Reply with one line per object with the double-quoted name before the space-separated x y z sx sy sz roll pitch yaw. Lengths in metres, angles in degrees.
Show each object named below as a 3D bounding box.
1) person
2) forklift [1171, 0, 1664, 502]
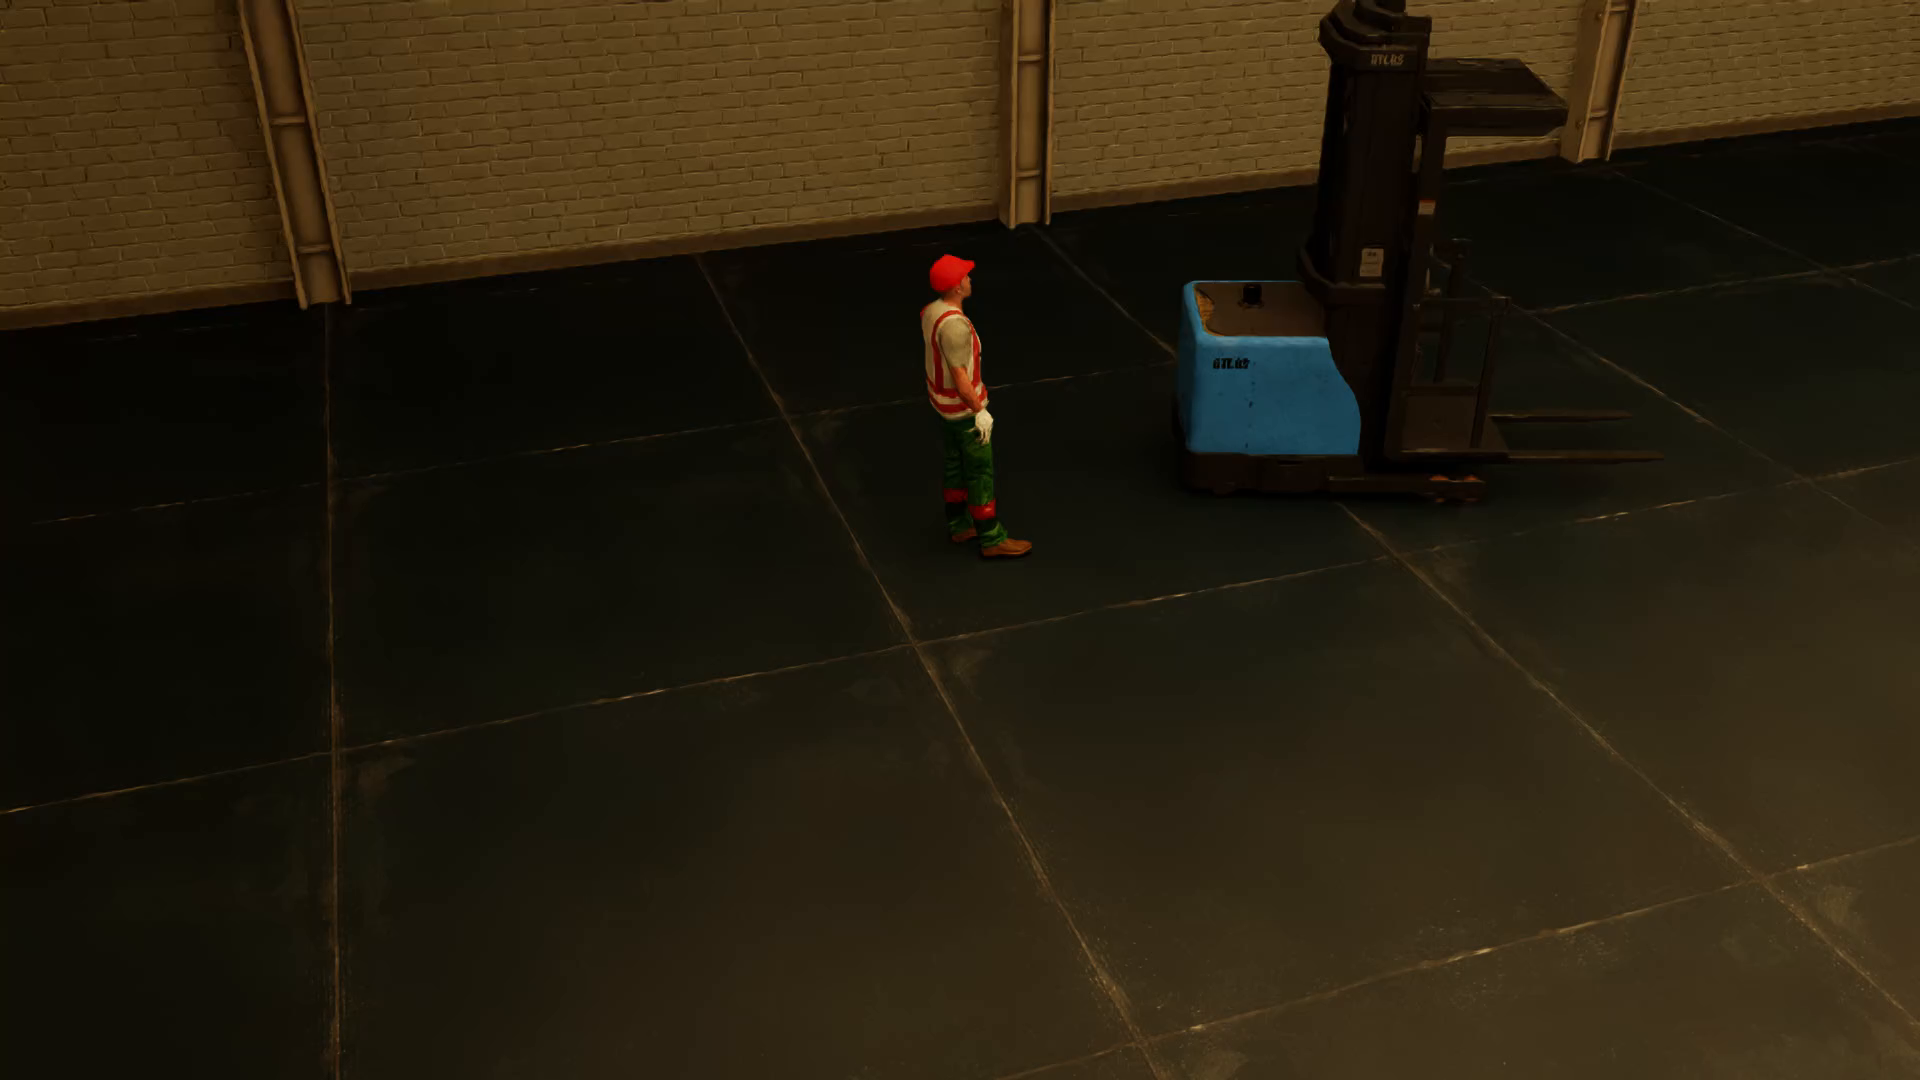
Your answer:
"person" 0.080 -0.789 9.589 0.563 1.787 0.637 -10 31 -16
"forklift" 2.933 -1.776 10.174 3.031 2.935 1.130 1 30 1
